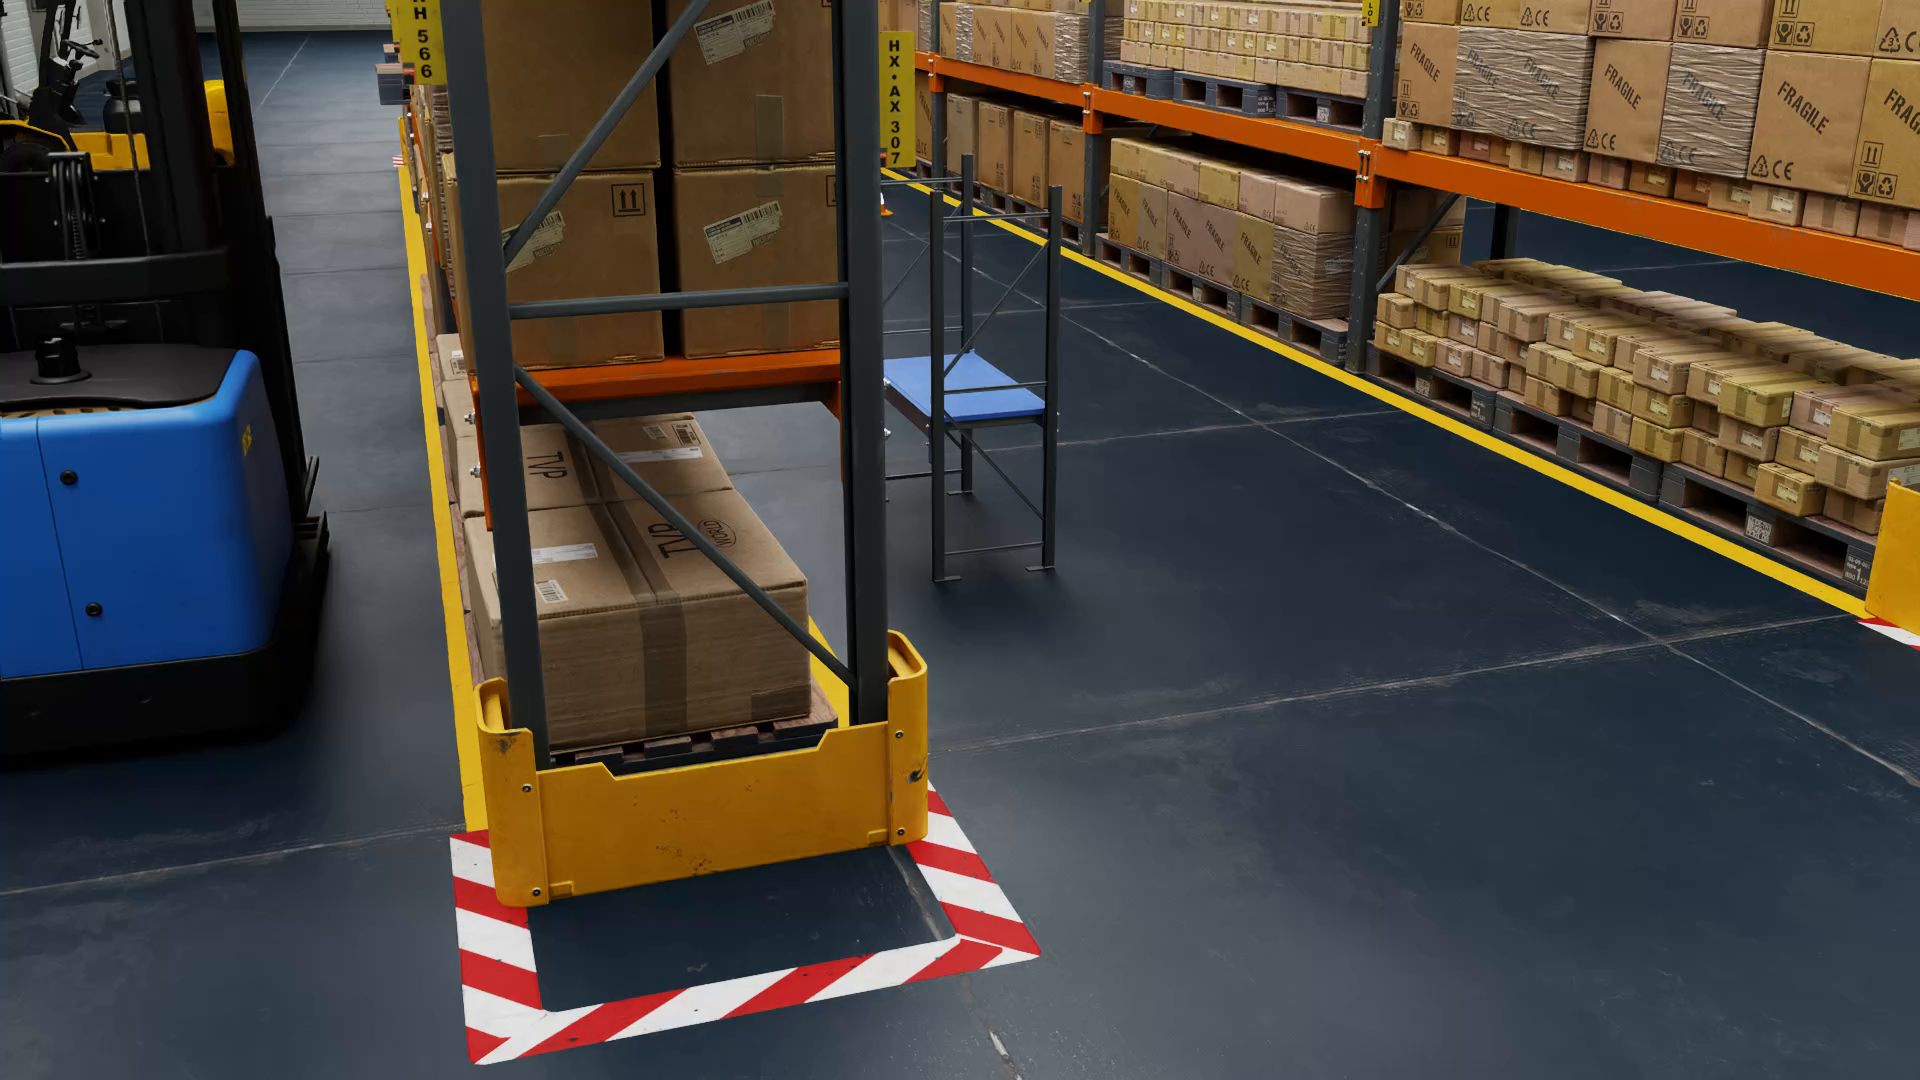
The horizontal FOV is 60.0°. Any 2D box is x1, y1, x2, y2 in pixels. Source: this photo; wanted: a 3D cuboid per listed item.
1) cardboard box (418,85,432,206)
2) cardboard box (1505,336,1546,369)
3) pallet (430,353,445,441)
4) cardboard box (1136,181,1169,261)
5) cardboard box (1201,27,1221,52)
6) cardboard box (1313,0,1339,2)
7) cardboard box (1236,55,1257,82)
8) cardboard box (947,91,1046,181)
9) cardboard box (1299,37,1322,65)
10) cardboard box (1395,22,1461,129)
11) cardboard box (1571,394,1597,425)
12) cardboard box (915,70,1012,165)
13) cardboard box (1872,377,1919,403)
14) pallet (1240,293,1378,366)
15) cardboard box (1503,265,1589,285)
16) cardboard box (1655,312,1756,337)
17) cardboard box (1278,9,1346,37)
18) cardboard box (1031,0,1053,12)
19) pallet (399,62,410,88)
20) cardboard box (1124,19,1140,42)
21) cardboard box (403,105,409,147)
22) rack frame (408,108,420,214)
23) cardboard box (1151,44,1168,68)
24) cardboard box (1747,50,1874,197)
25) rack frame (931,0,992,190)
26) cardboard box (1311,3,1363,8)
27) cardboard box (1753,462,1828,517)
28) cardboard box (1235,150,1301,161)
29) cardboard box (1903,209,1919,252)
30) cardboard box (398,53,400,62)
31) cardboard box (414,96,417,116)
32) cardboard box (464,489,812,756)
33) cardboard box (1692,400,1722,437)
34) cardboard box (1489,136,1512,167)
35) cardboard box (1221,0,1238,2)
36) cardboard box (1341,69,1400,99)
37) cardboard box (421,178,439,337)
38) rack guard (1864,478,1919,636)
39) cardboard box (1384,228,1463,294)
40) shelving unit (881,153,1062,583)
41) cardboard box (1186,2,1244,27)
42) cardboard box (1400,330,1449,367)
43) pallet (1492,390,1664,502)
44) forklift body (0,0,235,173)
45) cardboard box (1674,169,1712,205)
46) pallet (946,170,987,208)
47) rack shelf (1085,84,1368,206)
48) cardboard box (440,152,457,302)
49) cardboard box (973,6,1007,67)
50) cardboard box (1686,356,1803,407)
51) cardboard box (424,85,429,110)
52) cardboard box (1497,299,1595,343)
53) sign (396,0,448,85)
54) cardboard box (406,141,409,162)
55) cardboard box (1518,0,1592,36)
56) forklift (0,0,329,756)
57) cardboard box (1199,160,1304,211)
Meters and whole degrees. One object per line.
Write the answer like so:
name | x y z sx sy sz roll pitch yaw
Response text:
cardboard box | -2.046 -1.736 7.163 0.500 0.500 0.500 -6 21 -15
cardboard box | 2.954 -0.947 8.272 0.380 0.149 0.250 -5 20 -15
pallet | -2.259 -0.794 8.815 1.003 0.211 1.213 -6 21 -17
cardboard box | 1.607 -2.315 12.001 0.500 0.500 0.500 -6 21 -17
cardboard box | 1.833 -3.339 11.085 0.380 0.149 0.250 -7 21 -18
cardboard box | 4.489 -6.139 18.983 0.875 0.500 0.500 -6 21 -17
cardboard box | 1.997 -3.029 10.662 0.380 0.149 0.250 -5 20 -15
cardboard box | 0.488 -3.942 16.160 1.050 0.750 0.750 -6 21 -17
cardboard box | 2.251 -2.916 9.907 0.380 0.149 0.250 -5 20 -15
cardboard box | 2.639 -2.427 8.647 0.500 0.500 0.500 -7 21 -18
cardboard box | 3.133 -0.642 7.863 0.380 0.149 0.250 -6 21 -16
cardboard box | 0.077 -4.400 17.250 0.875 0.875 0.875 -6 21 -16
cardboard box | 3.937 -0.558 6.747 0.380 0.149 0.250 -6 21 -16
pallet | 2.476 -1.363 10.398 1.003 0.211 1.213 -6 21 -17
cardboard box | 3.199 -1.397 9.084 0.380 0.149 0.250 -6 21 -17
cardboard box | 3.535 -0.973 7.903 0.380 0.149 0.250 -6 21 -17
cardboard box | 2.163 -3.146 10.109 0.380 0.149 0.250 -6 21 -17
cardboard box | 1.010 -4.698 13.933 0.700 0.500 0.500 -7 21 -18
pallet | -3.863 -3.691 13.040 1.003 0.211 1.213 -6 21 -17
cardboard box | 1.426 -3.752 12.235 0.380 0.149 0.250 -5 20 -15
cardboard box | -5.223 -4.179 16.450 0.500 0.500 0.500 -5 20 -14
rack frame | -4.460 -4.434 14.824 1.000 3.000 0.127 -6 21 -17
cardboard box | 1.584 -3.451 11.837 0.380 0.149 0.250 -5 20 -14
cardboard box | 3.437 -1.611 6.378 0.500 0.500 0.500 -7 21 -18
rack frame | 0.208 -4.993 16.379 1.000 3.000 0.127 -6 21 -17
cardboard box | 2.540 -3.461 10.985 0.380 0.149 0.250 -6 21 -16
cardboard box | 3.439 -0.216 6.677 0.380 0.149 0.250 -6 21 -16
cardboard box | 2.243 -2.566 11.590 0.500 0.250 0.500 -6 21 -16
cardboard box | 3.609 -1.098 5.908 0.380 0.149 0.250 -6 21 -17
cardboard box | -3.975 -3.633 12.344 0.380 0.149 0.250 -6 21 -16
cardboard box | -3.109 -2.733 10.311 0.500 0.250 0.500 -7 21 -19
cardboard box | -0.990 0.224 5.025 0.875 0.438 0.875 -7 21 -19
cardboard box | 3.391 -0.540 7.140 0.380 0.149 0.250 -7 21 -18
cardboard box | 2.866 -1.939 8.248 0.380 0.149 0.250 -7 21 -20
cardboard box | 2.131 -3.879 12.149 0.380 0.149 0.250 -7 21 -18
cardboard box | 2.410 -2.611 9.499 0.380 0.149 0.250 -7 21 -18
cardboard box | -2.507 -1.544 9.300 0.875 0.875 0.875 -6 21 -16
rack guard | 3.956 0.010 6.148 1.175 0.500 0.348 -6 21 -17
cardboard box | 2.742 -1.712 10.322 0.500 0.500 0.500 -6 20 -15
shelving unit | -0.027 -0.733 6.739 0.538 1.500 1.048 -6 21 -17
cardboard box | 1.756 -3.563 11.268 0.380 0.149 0.250 -5 20 -15
cardboard box | 2.615 -1.045 8.984 0.380 0.149 0.250 -6 21 -16
pallet | 3.354 -0.509 8.021 1.003 0.211 1.213 -6 21 -17
forklift body | -8.100 -4.375 15.916 2.313 2.155 1.214 -6 21 -17
cardboard box | 3.288 -1.521 7.085 0.380 0.149 0.250 -7 21 -19
pallet | 0.522 -3.441 16.183 1.003 0.211 1.213 -6 21 -17
rack shelf | 2.094 -2.729 11.140 1.077 0.370 4.000 -6 21 -17
cardboard box | -1.234 -0.920 4.892 0.500 0.500 0.500 -7 21 -18
cardboard box | 0.432 -4.520 14.914 0.500 0.500 0.500 -6 21 -17
cardboard box | 3.325 -0.667 7.052 0.380 0.149 0.250 -7 21 -19
cardboard box | -1.566 -1.716 5.629 0.500 0.500 0.500 -7 21 -18
cardboard box | 2.897 -1.086 8.220 0.380 0.149 0.250 -6 21 -16
sign | -1.207 -1.187 3.719 0.100 0.325 0.005 -6 21 -17
cardboard box | -5.389 -3.995 17.047 0.500 0.250 0.500 -5 20 -14
cardboard box | 2.939 -2.583 7.602 0.500 0.500 0.500 -6 21 -16
forklift | -3.023 -1.187 5.885 1.130 2.935 3.031 -6 21 -16
cardboard box | 1.920 -2.346 10.978 0.500 0.250 0.500 -7 21 -20
